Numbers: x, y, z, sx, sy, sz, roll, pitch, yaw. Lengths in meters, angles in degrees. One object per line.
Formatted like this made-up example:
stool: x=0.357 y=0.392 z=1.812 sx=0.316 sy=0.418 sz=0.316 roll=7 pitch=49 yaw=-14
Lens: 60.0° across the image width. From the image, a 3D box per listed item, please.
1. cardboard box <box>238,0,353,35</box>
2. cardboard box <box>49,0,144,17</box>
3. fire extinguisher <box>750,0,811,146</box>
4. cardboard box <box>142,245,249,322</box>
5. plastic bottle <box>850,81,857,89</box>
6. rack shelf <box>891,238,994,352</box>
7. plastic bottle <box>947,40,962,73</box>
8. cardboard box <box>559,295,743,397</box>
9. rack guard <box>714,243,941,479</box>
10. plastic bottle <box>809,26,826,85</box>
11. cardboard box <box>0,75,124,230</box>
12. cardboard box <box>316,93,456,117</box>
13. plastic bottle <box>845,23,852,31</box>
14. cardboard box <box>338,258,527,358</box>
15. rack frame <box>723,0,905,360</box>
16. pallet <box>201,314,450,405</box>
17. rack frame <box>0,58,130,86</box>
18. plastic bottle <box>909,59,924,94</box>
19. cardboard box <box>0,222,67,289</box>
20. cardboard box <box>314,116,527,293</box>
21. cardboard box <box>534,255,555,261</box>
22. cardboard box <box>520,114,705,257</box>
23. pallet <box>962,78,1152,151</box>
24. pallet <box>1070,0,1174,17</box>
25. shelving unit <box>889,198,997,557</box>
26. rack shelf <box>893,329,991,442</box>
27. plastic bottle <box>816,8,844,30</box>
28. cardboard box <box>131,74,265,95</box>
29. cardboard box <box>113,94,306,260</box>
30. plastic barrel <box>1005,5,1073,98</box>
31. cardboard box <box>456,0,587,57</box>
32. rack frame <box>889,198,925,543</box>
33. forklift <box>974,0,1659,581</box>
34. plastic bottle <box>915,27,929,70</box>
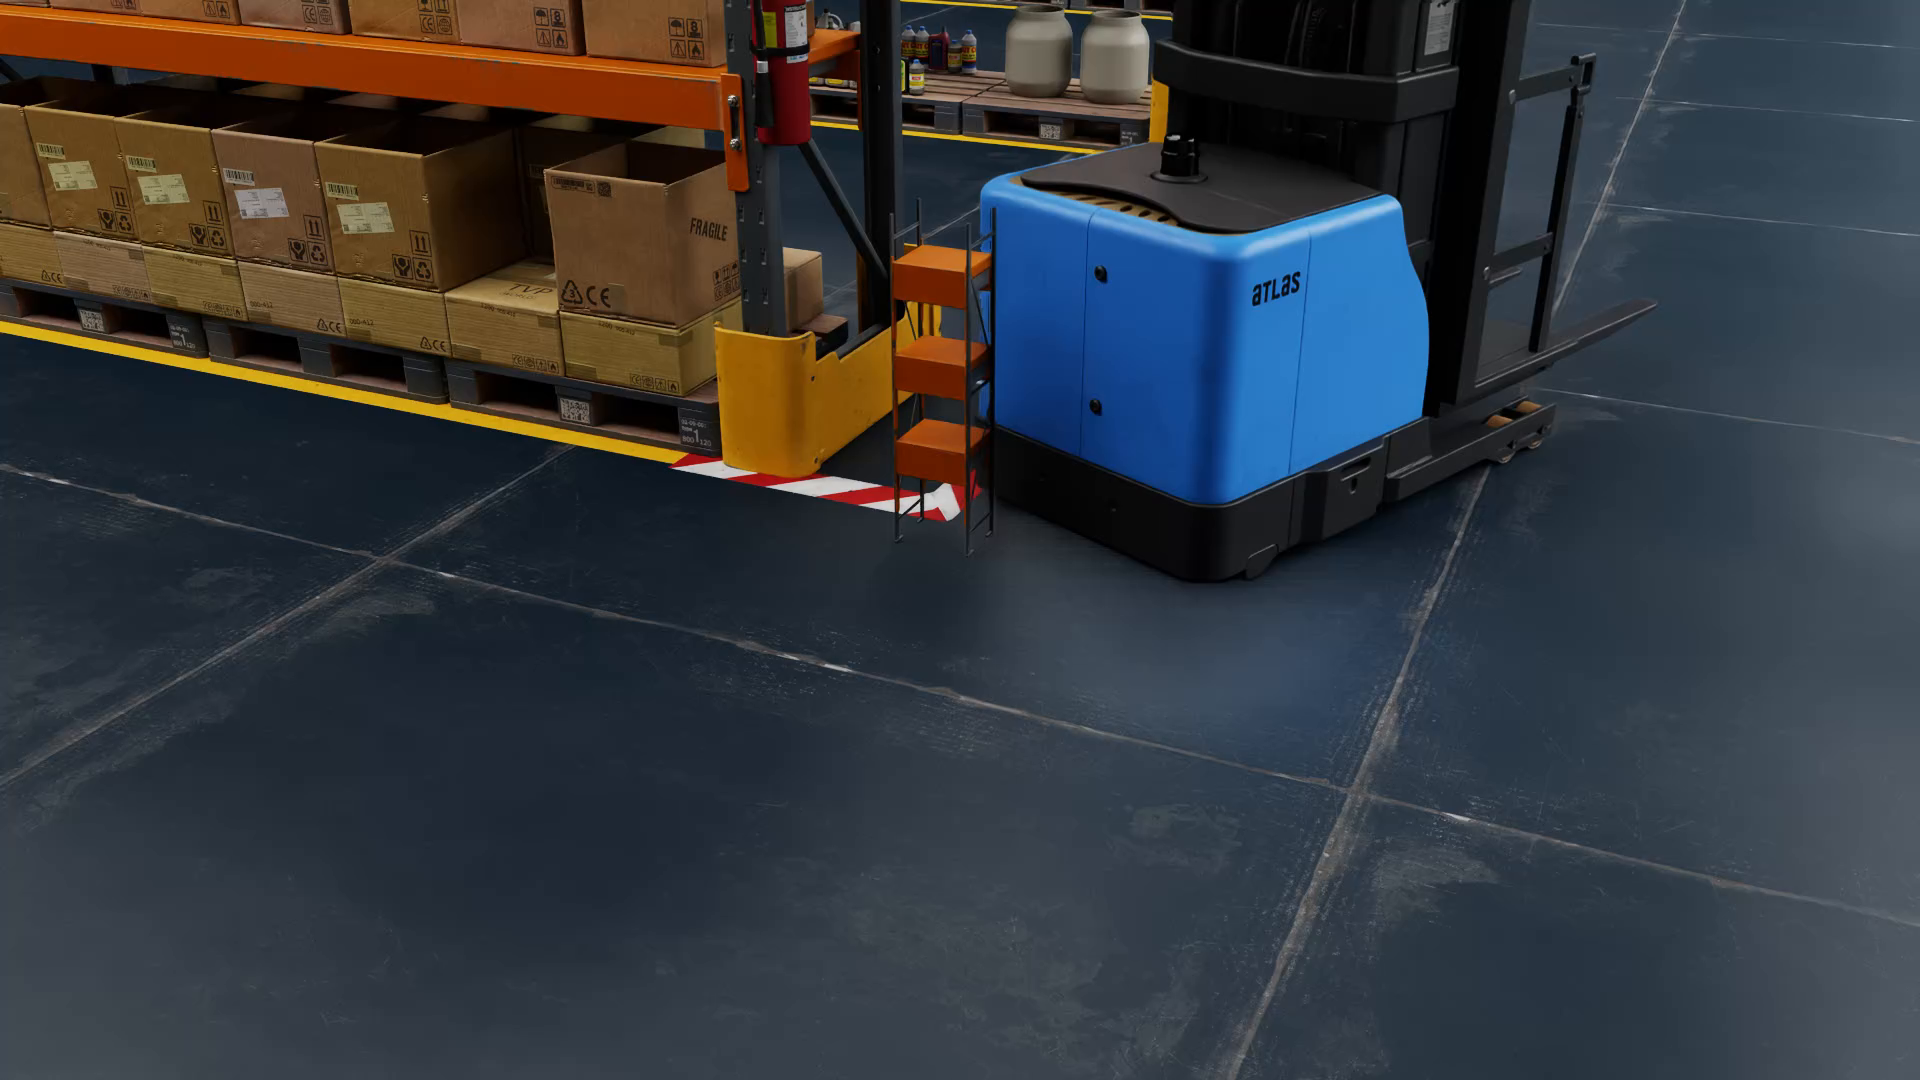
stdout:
cardboard box: x=-2.303 y=-2.233 z=6.277 sx=0.500 sy=0.500 sz=0.700 roll=12 pitch=29 yaw=23
cardboard box: x=-3.225 y=-2.420 z=6.655 sx=0.500 sy=0.500 sz=0.700 roll=11 pitch=28 yaw=21
fire extinguisher: x=-0.558 y=-1.573 z=5.136 sx=0.183 sy=0.674 sz=0.296 roll=11 pitch=28 yaw=22
cardboard box: x=-2.911 y=-1.108 z=6.743 sx=0.500 sy=0.250 sz=0.500 roll=11 pitch=28 yaw=22
plastic bottle: x=-0.617 y=-3.024 z=10.582 sx=0.135 sy=0.276 sz=0.152 roll=11 pitch=28 yaw=20
rack shelf: x=-0.049 y=-0.726 z=4.917 sx=0.240 sy=0.259 sz=0.215 roll=11 pitch=28 yaw=22
plastic bottle: x=-0.035 y=-3.224 z=11.073 sx=0.097 sy=0.201 sz=0.097 roll=0 pitch=26 yaw=0
cardboard box: x=-1.083 y=-0.750 z=6.015 sx=0.500 sy=0.250 sz=0.500 roll=11 pitch=28 yaw=22
rack guard: x=-0.451 y=-0.690 z=6.085 sx=0.348 sy=0.500 sz=1.175 roll=11 pitch=28 yaw=22
plastic bottle: x=-0.939 y=-3.120 z=10.693 sx=0.185 sy=0.351 sz=0.144 roll=11 pitch=28 yaw=21
cardboard box: x=-3.822 y=-1.628 z=6.949 sx=0.500 sy=0.500 sz=0.500 roll=11 pitch=28 yaw=22
cardboard box: x=-2.233 y=-1.570 z=6.831 sx=0.500 sy=0.500 sz=0.500 roll=11 pitch=28 yaw=22
plastic bottle: x=-0.783 y=-3.347 z=11.229 sx=0.133 sy=0.283 sz=0.061 roll=11 pitch=28 yaw=22
cardboard box: x=-1.999 y=-0.927 z=6.375 sx=0.500 sy=0.250 sz=0.500 roll=11 pitch=28 yaw=22
rack frame: x=-0.473 y=-1.816 z=5.542 sx=0.127 sy=3.000 sz=1.000 roll=11 pitch=28 yaw=22
pallet: x=-2.293 y=-0.911 z=6.862 sx=1.213 sy=0.211 sz=1.003 roll=11 pitch=28 yaw=22
rack frame: x=-4.114 y=-2.547 z=7.028 sx=0.127 sy=3.000 sz=1.000 roll=11 pitch=28 yaw=22
plastic bottle: x=-0.272 y=-2.908 z=10.431 sx=0.097 sy=0.201 sz=0.097 roll=0 pitch=26 yaw=0
cardboard box: x=-3.818 y=-1.295 z=7.122 sx=0.500 sy=0.250 sz=0.500 roll=11 pitch=28 yaw=22
cardboard box: x=-2.001 y=-1.262 z=6.207 sx=0.500 sy=0.500 sz=0.500 roll=11 pitch=28 yaw=22
cardboard box: x=-1.326 y=-1.048 z=6.620 sx=0.500 sy=0.250 sz=0.500 roll=11 pitch=28 yaw=22
cardboard box: x=-1.325 y=-1.385 z=6.456 sx=0.500 sy=0.500 sz=0.500 roll=11 pitch=28 yaw=22
pallet: x=0.755 y=-2.701 z=10.498 sx=1.213 sy=0.211 sz=1.003 roll=11 pitch=28 yaw=22
pallet: x=1.730 y=-4.948 z=15.060 sx=1.213 sy=0.211 sz=1.003 roll=11 pitch=28 yaw=22
shelving unit: x=-0.049 y=-0.481 z=5.038 sx=0.252 sy=1.050 sz=0.215 roll=11 pitch=28 yaw=22
rack shelf: x=-0.049 y=-0.471 z=5.043 sx=0.240 sy=0.259 sz=0.215 roll=11 pitch=28 yaw=22
plastic bottle: x=-0.886 y=-3.451 z=11.365 sx=0.185 sy=0.351 sz=0.144 roll=11 pitch=28 yaw=21
cardboard box: x=-3.151 y=-1.745 z=7.188 sx=0.500 sy=0.500 sz=0.500 roll=11 pitch=28 yaw=22
cardboard box: x=-2.911 y=-1.445 z=6.577 sx=0.500 sy=0.500 sz=0.500 roll=11 pitch=28 yaw=22
plastic barrel: x=0.494 y=-3.060 z=10.411 sx=0.421 sy=0.512 sz=0.421 roll=0 pitch=26 yaw=0
cardboard box: x=-1.373 y=-2.045 z=5.895 sx=0.500 sy=0.500 sz=0.700 roll=12 pitch=29 yaw=23
rack frame: x=-0.160 y=-0.503 z=5.083 sx=0.008 sy=1.050 sz=0.200 roll=11 pitch=28 yaw=22
forklift: x=1.473 y=-1.732 z=5.449 sx=3.031 sy=2.935 sz=1.130 roll=-22 pitch=34 yaw=-37
plastic bottle: x=-0.253 y=-3.300 z=11.147 sx=0.097 sy=0.271 sz=0.097 roll=0 pitch=26 yaw=0
